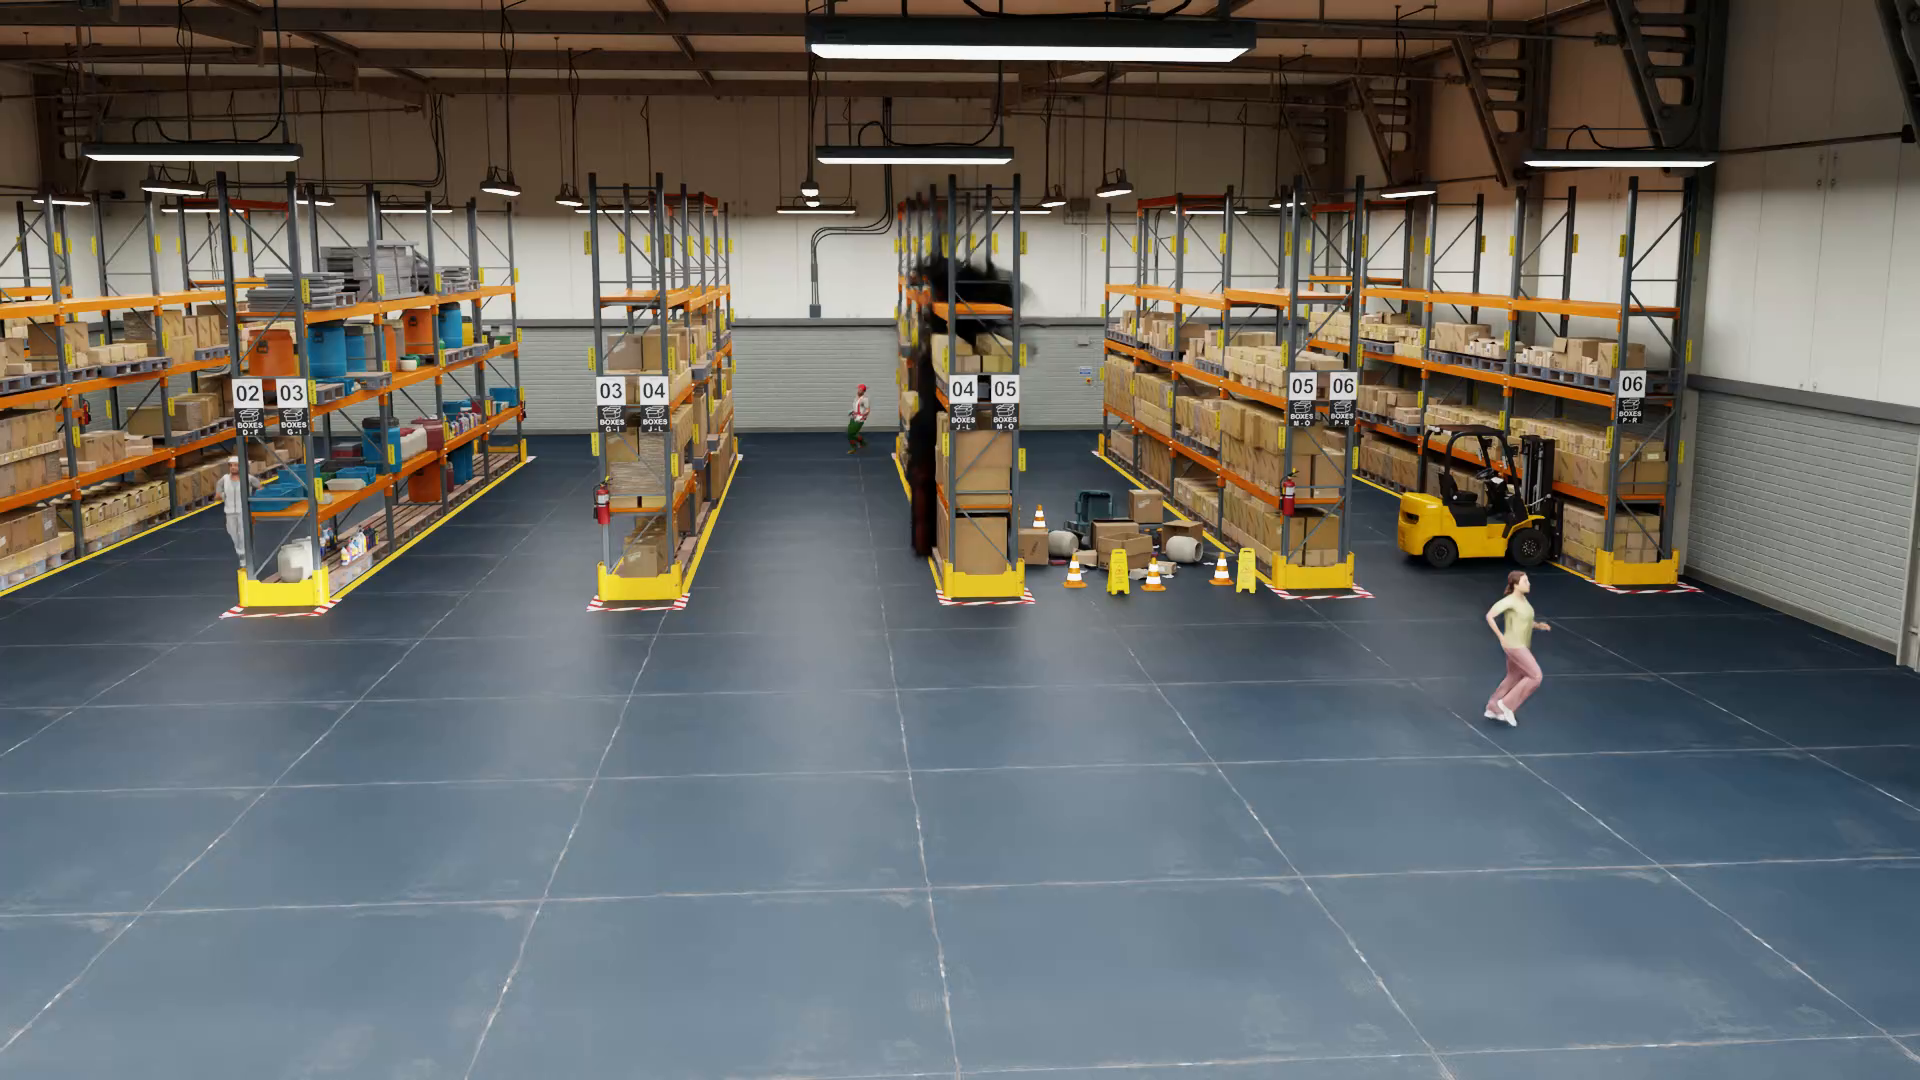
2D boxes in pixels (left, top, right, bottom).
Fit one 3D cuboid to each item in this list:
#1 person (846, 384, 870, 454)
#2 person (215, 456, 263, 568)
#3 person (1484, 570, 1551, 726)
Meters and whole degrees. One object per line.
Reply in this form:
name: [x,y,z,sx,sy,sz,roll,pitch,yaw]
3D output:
person: [-2.433,-2.932,40.397,0.558,1.719,0.694,-7,12,-33]
person: [-11.104,-0.375,25.594,0.632,1.832,0.745,-1,10,-8]
person: [5.862,1.131,17.462,0.634,1.640,0.550,7,12,35]
